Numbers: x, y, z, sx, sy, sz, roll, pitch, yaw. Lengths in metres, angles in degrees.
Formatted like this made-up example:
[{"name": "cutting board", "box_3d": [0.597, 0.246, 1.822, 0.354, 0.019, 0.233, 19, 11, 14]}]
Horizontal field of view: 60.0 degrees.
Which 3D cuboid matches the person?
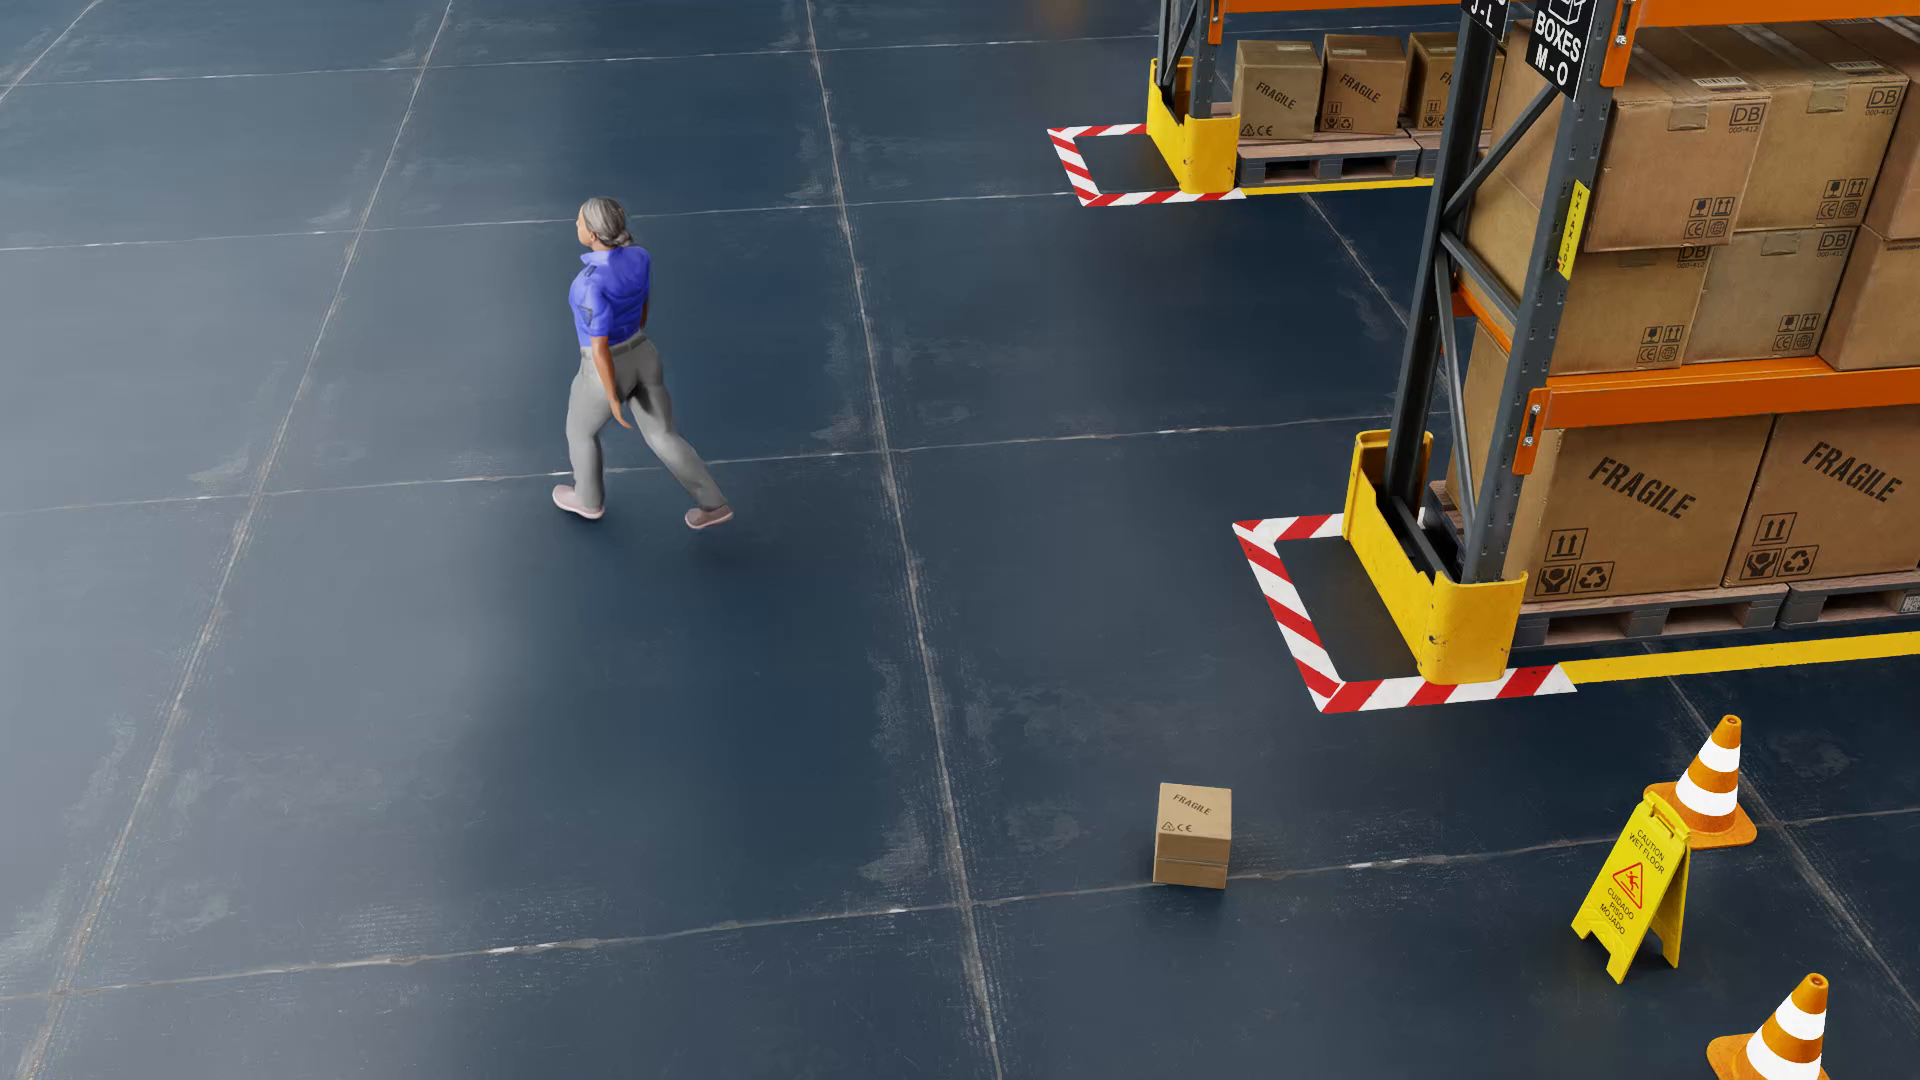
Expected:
[{"name": "person", "box_3d": [-1.455, -0.739, 7.193, 0.968, 1.603, 0.441, 23, 41, 29]}]
